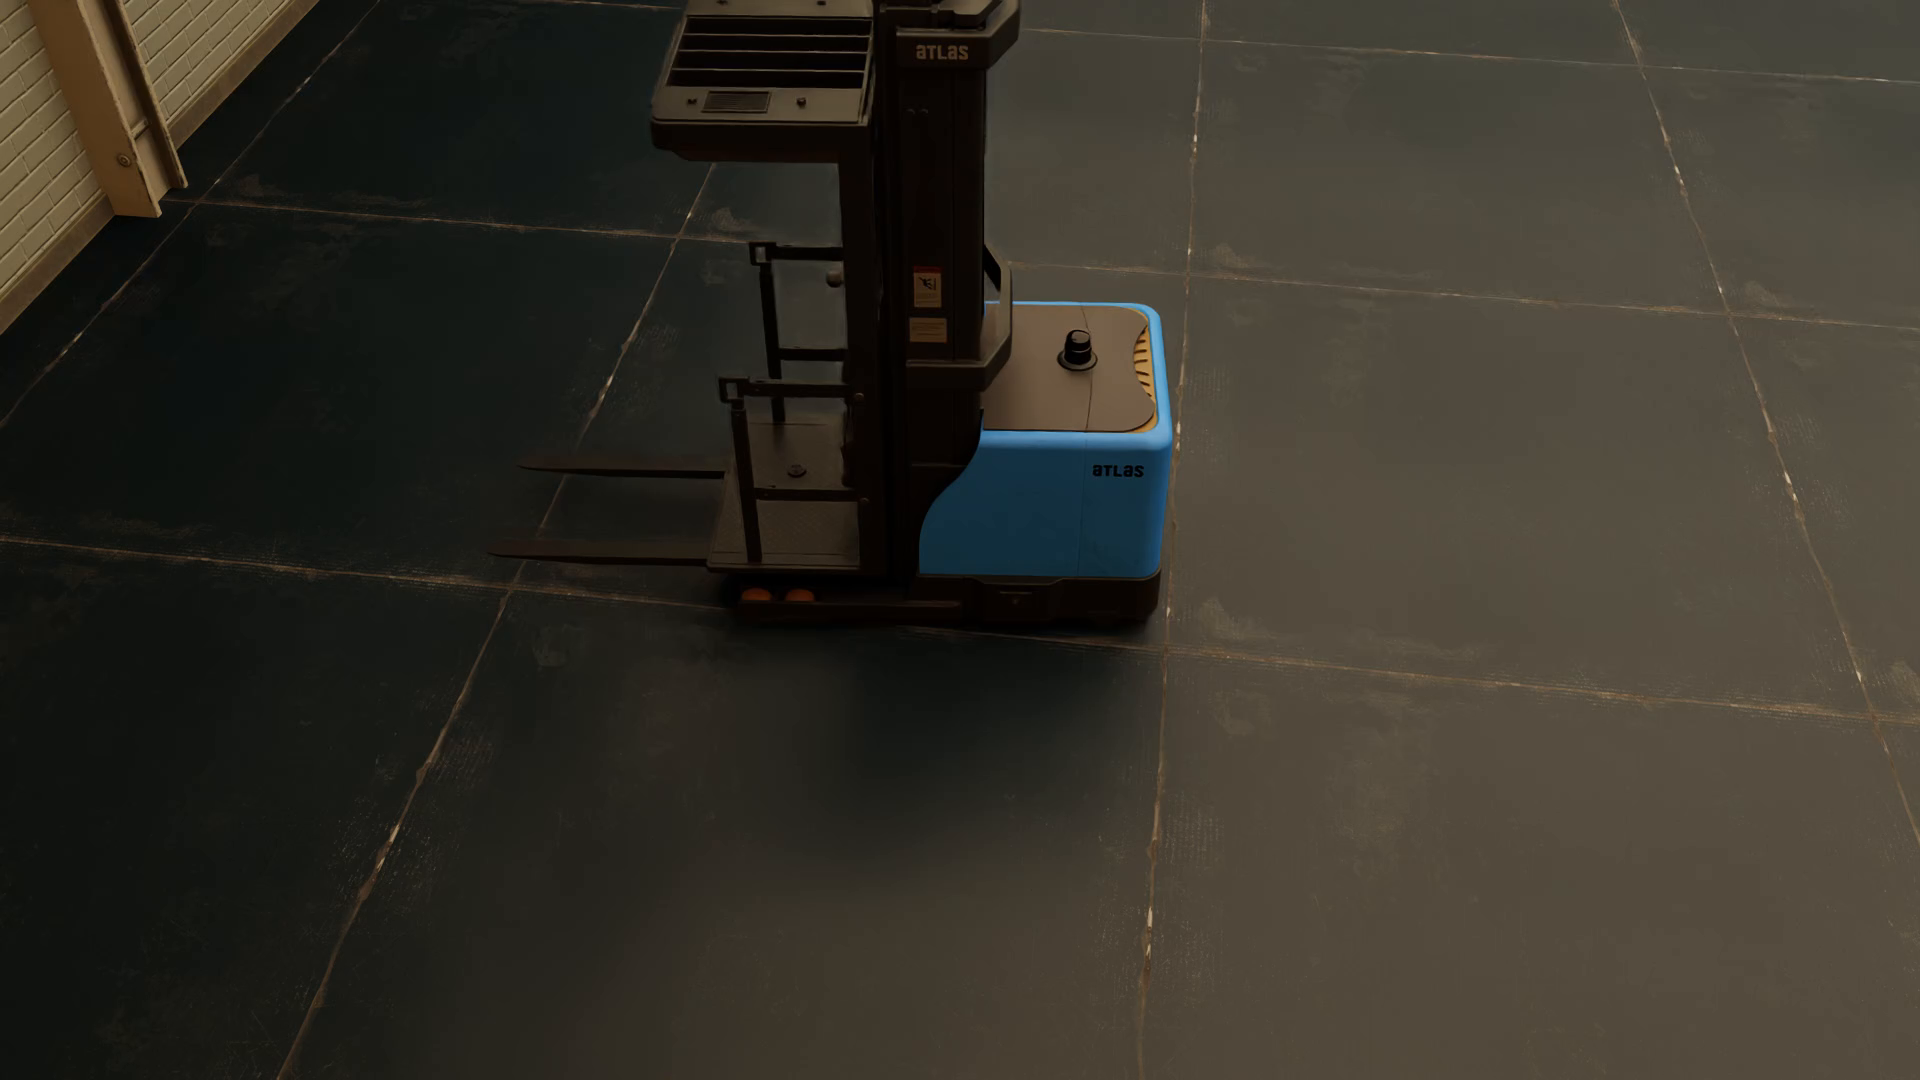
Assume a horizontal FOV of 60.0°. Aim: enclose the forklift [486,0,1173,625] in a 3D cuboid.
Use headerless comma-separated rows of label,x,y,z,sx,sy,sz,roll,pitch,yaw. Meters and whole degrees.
forklift,-0.617,-1.057,6.875,3.031,2.935,1.130,1,43,1
